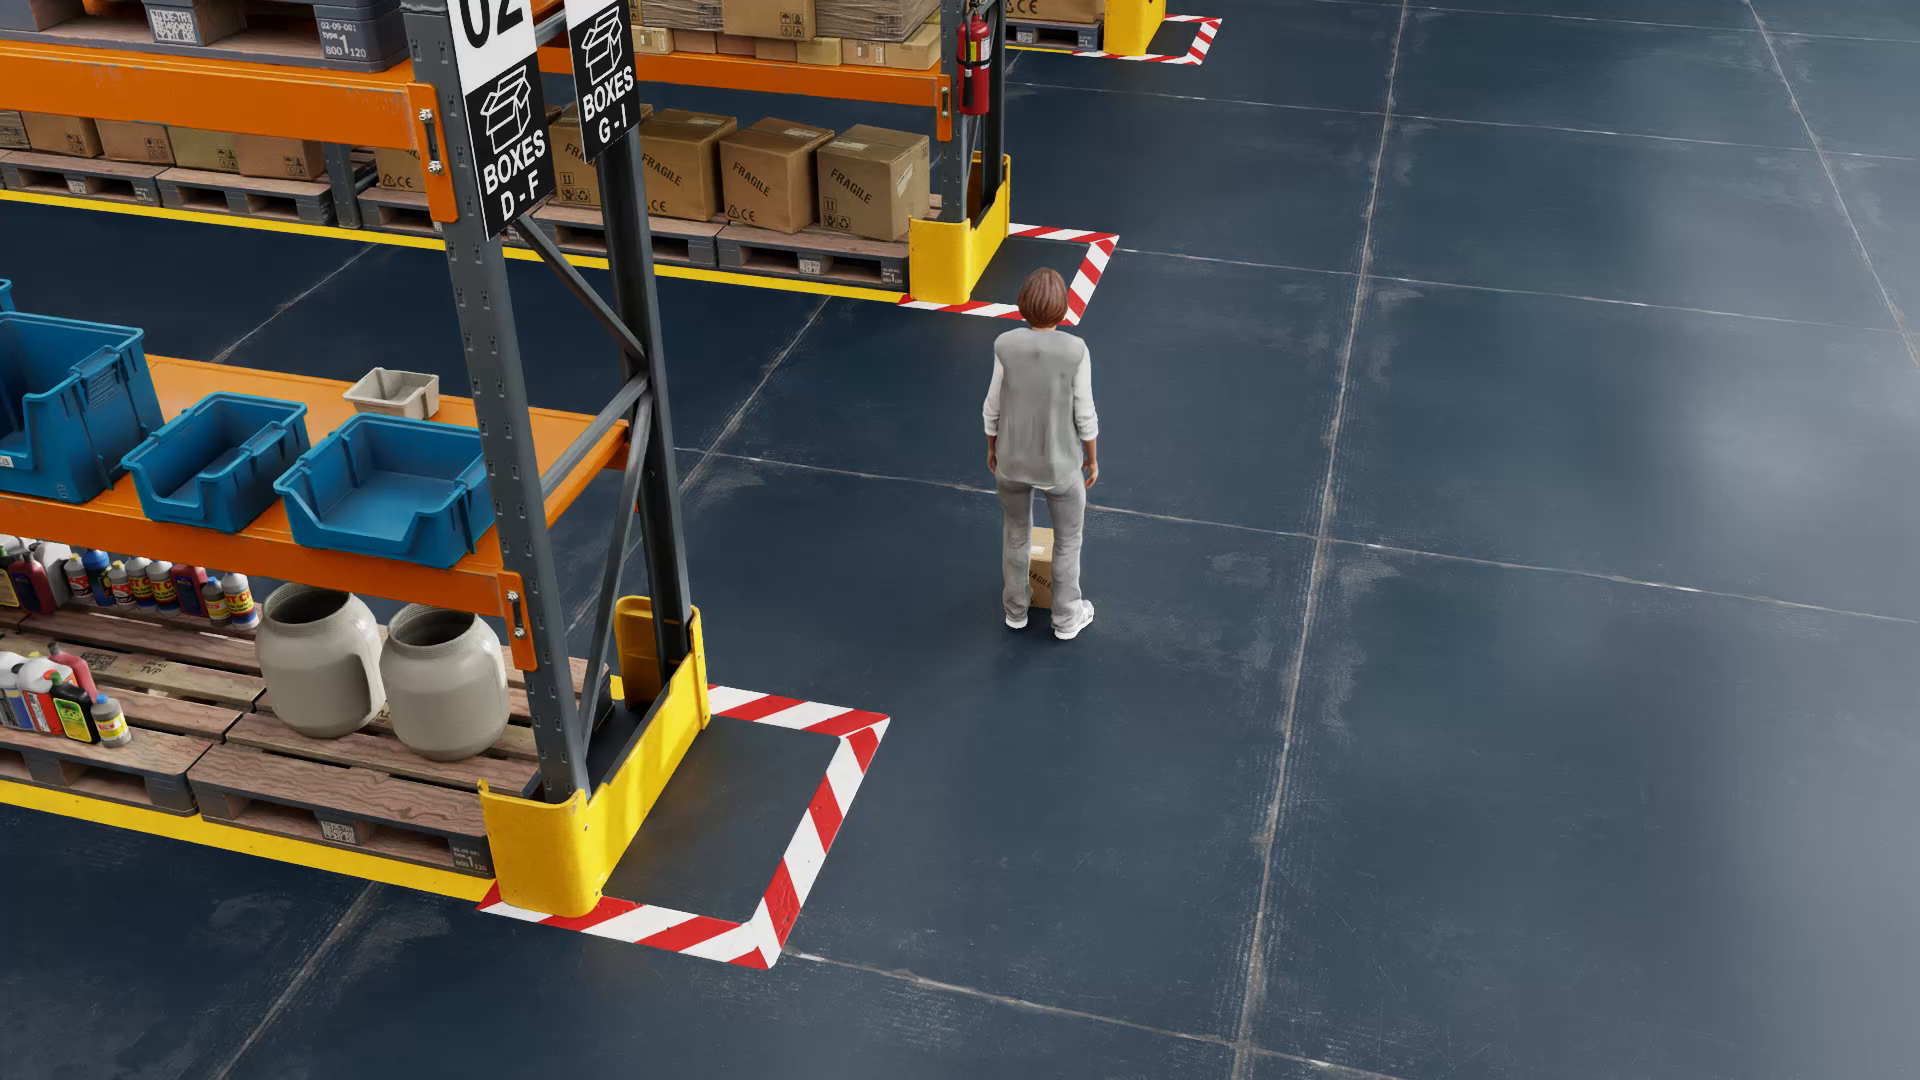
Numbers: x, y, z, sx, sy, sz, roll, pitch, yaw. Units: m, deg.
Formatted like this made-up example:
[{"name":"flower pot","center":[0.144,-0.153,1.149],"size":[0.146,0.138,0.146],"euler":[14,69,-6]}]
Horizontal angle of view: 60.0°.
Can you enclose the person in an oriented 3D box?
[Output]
[{"name":"person","center":[0.322,-0.314,6.628],"size":[0.460,1.592,0.366],"euler":[8,34,13]}]
